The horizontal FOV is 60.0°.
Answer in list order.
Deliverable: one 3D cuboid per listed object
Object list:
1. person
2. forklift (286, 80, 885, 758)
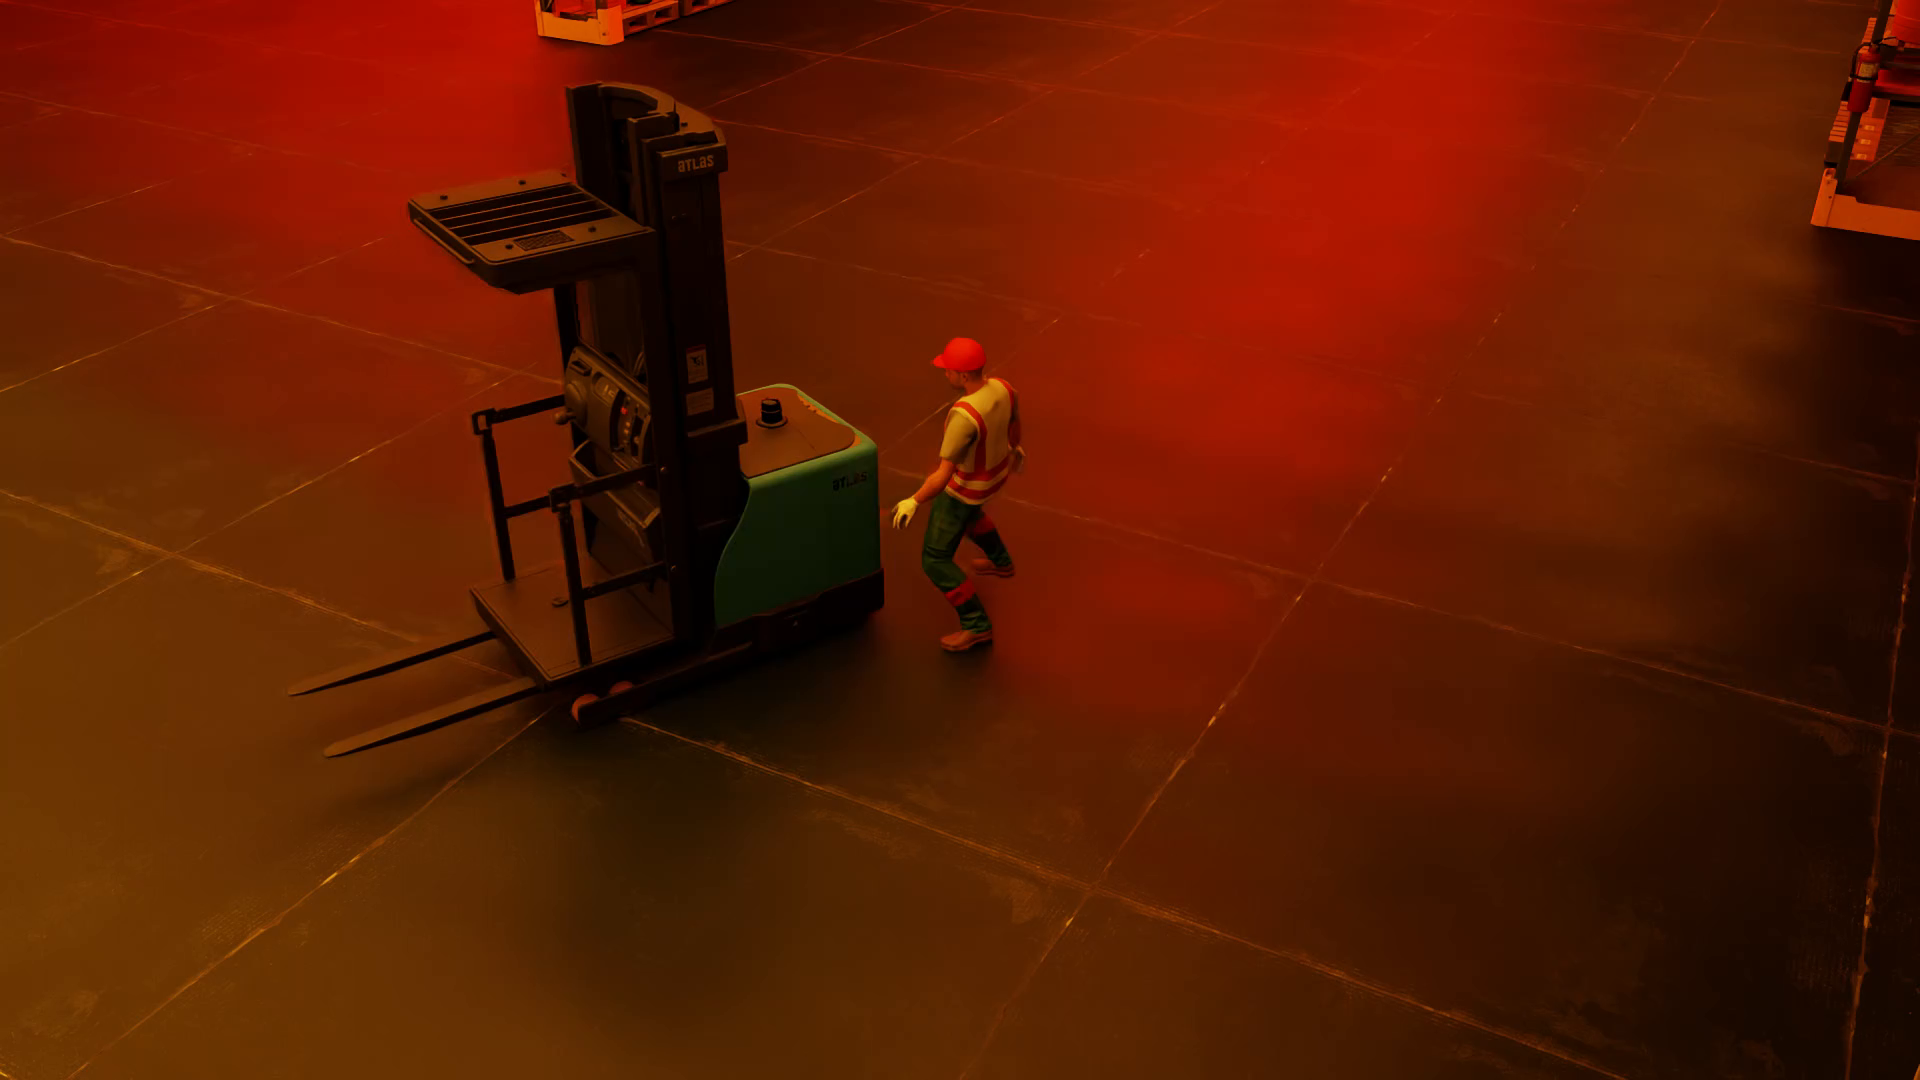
[{"bbox_3d":[0.038,-0.327,8.920,0.600,1.669,0.968,19,35,29],"label":"person"},{"bbox_3d":[-1.920,-0.627,8.158,3.031,2.935,1.130,-19,35,-30],"label":"forklift"}]
